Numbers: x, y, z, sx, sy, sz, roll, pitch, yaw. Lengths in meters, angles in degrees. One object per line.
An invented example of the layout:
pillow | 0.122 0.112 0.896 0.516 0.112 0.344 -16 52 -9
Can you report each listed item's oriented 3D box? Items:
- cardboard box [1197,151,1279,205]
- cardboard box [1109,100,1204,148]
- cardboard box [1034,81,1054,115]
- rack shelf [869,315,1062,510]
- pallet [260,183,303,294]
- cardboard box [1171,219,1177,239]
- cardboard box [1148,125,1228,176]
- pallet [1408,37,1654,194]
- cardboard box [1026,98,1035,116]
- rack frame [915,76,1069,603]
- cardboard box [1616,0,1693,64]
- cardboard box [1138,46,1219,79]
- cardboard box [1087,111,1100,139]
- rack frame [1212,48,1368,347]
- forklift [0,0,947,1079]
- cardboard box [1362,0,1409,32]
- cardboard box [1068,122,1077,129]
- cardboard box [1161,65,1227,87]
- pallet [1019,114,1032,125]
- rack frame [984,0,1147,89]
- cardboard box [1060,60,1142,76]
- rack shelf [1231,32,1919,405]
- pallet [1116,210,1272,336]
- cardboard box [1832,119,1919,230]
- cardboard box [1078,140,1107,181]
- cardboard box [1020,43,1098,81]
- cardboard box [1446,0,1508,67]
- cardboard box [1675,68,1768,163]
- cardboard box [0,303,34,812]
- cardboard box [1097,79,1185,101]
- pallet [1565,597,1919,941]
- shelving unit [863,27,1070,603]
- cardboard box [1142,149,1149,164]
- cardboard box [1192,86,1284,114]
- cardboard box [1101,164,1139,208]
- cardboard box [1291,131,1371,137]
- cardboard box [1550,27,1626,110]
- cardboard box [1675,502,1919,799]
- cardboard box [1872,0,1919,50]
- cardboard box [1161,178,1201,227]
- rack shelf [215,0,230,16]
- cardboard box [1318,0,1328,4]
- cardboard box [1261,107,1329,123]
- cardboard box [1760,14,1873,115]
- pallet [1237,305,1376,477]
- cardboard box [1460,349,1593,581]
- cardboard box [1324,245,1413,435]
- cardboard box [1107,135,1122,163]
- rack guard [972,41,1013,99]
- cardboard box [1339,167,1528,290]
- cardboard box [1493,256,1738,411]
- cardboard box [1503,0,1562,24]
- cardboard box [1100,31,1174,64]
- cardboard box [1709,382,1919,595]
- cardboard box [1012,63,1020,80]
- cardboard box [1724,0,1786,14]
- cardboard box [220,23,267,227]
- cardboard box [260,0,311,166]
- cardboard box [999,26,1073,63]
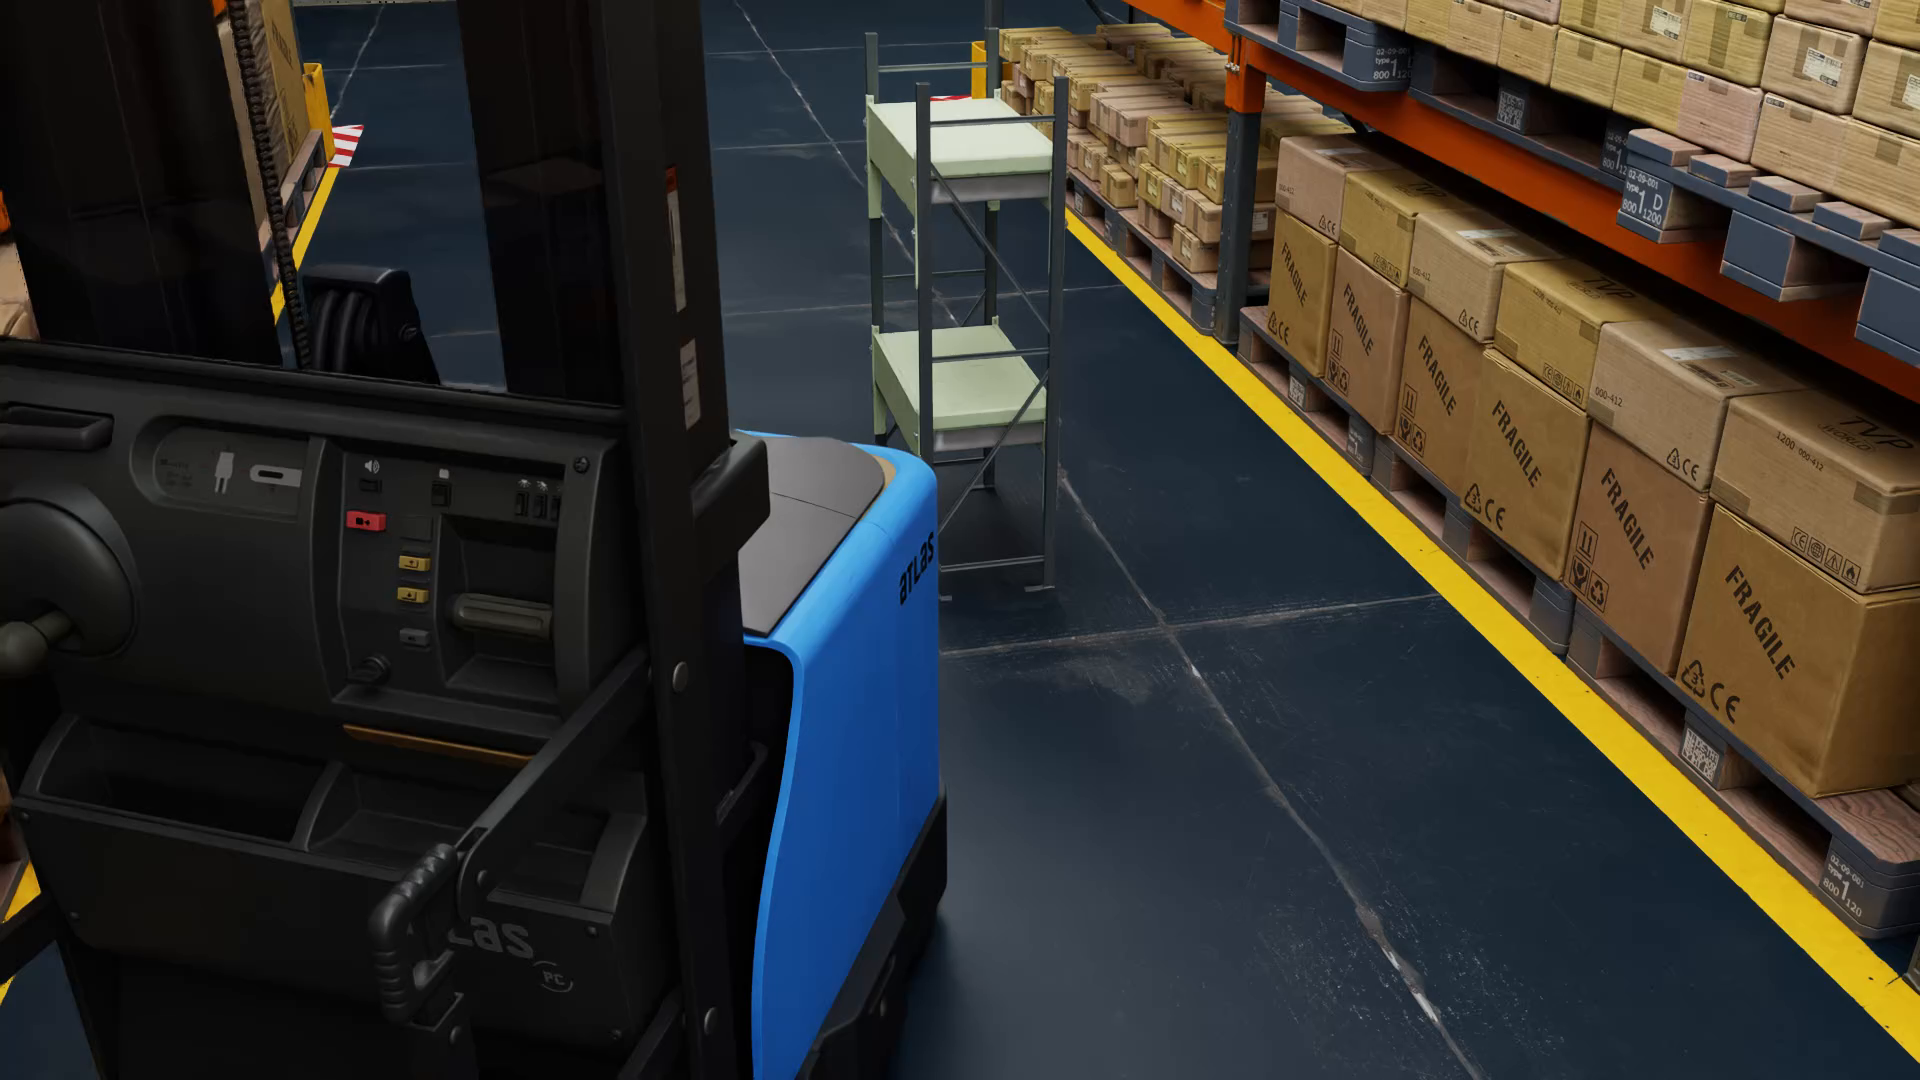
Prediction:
cardboard box | 1.218 -1.517 6.965 0.380 0.149 0.250 -5 27 -10
cardboard box | 0.925 -1.966 7.853 0.380 0.149 0.250 -7 28 -14
cardboard box | 0.618 -2.407 9.057 0.380 0.149 0.250 -5 27 -10
rack shelf | 0.002 -0.376 5.053 0.431 0.370 0.720 -6 27 -12
pallet | -3.677 -1.382 7.753 1.003 0.211 1.213 -6 27 -12
cardboard box | 1.154 -1.382 7.357 0.380 0.149 0.250 -5 27 -10
cardboard box | 1.058 -1.734 7.394 0.380 0.149 0.250 -6 27 -12
pallet | 1.967 -1.231 4.572 1.003 0.211 1.213 -6 27 -12
cardboard box | 0.595 -2.509 9.590 0.380 0.149 0.250 -6 27 -12
rack frame | 0.084 -0.506 4.588 0.400 1.500 0.023 -6 27 -12
cardboard box | 1.718 -1.172 3.726 0.380 0.149 0.250 -6 27 -11
cardboard box | 1.196 -2.600 9.110 0.380 0.149 0.250 -7 28 -14
cardboard box | 0.872 -2.185 8.618 0.380 0.149 0.250 -5 27 -9
rack frame | 1.551 -2.207 6.294 1.000 3.000 0.127 -6 27 -12
forklift | -0.927 0.055 1.889 1.130 2.935 3.031 7 28 14
cardboard box | 1.426 -1.610 4.923 0.380 0.149 0.250 -7 28 -14
cardboard box | 0.759 -2.175 8.928 0.380 0.149 0.250 -6 27 -11
cardboard box | 1.262 -2.361 8.636 0.380 0.149 0.250 -7 28 -13
pallet | 0.816 -2.325 9.622 1.003 0.211 1.213 -6 27 -12
rack frame | 0.650 -3.963 9.773 1.000 3.000 0.127 -6 27 -12
cardboard box | 0.738 -2.424 8.760 0.380 0.149 0.250 -5 27 -10
rack shelf | 2.002 -1.008 4.717 1.077 0.370 4.000 -6 27 -12
pallet | 1.366 -1.254 7.500 1.003 0.211 1.213 -6 27 -12
cardboard box | 1.894 -0.697 3.114 0.380 0.149 0.250 -5 27 -11
cardboard box | 0.818 -1.938 8.458 0.380 0.149 0.250 -6 27 -12
cardboard box | 0.548 -2.647 9.203 0.380 0.149 0.250 -6 27 -12
cardboard box | 1.545 -1.379 4.467 0.380 0.149 0.250 -7 28 -14
cardboard box | 1.781 -0.919 3.554 0.380 0.149 0.250 -5 27 -11
cardboard box | -2.731 0.072 3.671 1.225 0.875 0.875 -6 27 -11
cardboard box | 0.903 -2.203 8.323 0.380 0.149 0.250 -6 27 -11
pallet | 2.278 0.450 4.124 1.003 0.211 1.213 -6 27 -12
shelving unit | 0.002 -0.667 4.906 0.431 1.500 0.755 -6 27 -12
cardboard box | 1.059 -1.714 7.685 0.380 0.149 0.250 -6 27 -11
cardboard box | 1.366 -2.136 8.191 0.380 0.149 0.250 -7 28 -14
cardboard box | 0.898 -1.714 8.015 0.380 0.149 0.250 -6 27 -12
cardboard box | 1.671 -1.687 7.301 0.380 0.149 0.250 -5 27 -9
cardboard box | 1.666 -1.146 4.005 0.380 0.149 0.250 -7 28 -14
cardboard box | 2.050 0.215 3.804 0.500 0.500 0.500 -6 27 -12
cardboard box | 1.896 -0.961 2.977 0.380 0.149 0.250 -7 28 -14
cardboard box | 1.098 -1.478 7.218 0.380 0.149 0.250 -7 28 -14
rack shelf | -3.755 -2.305 7.286 1.077 0.370 4.000 -6 27 -12
cardboard box | 1.313 -1.832 5.363 0.380 0.149 0.250 -6 27 -11
cardboard box | 1.485 -1.905 7.733 0.380 0.149 0.250 -7 28 -13
cardboard box | 1.836 -0.947 3.280 0.380 0.149 0.250 -5 27 -10
pallet | 1.728 -0.621 6.246 1.003 0.211 1.213 -6 27 -12
cardboard box | 1.801 -0.244 4.713 0.500 0.500 0.500 -7 28 -14
cardboard box | 1.580 -0.696 5.607 0.500 0.500 0.500 -5 27 -9
cardboard box | 0.942 -1.944 8.140 0.380 0.149 0.250 -7 28 -14
rack guard | 0.667 -2.814 10.271 1.175 0.500 0.348 -6 27 -12
cardboard box | 1.583 -1.029 5.435 0.500 0.250 0.500 -5 27 -10
cardboard box | 1.820 -0.577 4.539 0.500 0.250 0.500 -5 27 -10
cardboard box | 1.605 -1.396 4.170 0.380 0.149 0.250 -5 27 -10
cardboard box | 1.017 -2.821 9.548 0.380 0.149 0.250 -5 27 -11
cardboard box | 2.043 -0.131 3.657 0.500 0.250 0.500 -7 28 -13
cardboard box | 0.518 -2.755 9.747 0.380 0.149 0.250 -5 27 -9
cardboard box | 1.782 -1.186 3.424 0.380 0.149 0.250 -5 27 -10
cardboard box | -3.577 -1.680 7.141 0.875 0.875 0.875 -6 27 -12
cardboard box | -3.983 -2.470 8.707 0.875 0.875 0.875 -6 27 -12
cardboard box | 0.437 -2.879 9.663 0.380 0.149 0.250 -7 28 -14
